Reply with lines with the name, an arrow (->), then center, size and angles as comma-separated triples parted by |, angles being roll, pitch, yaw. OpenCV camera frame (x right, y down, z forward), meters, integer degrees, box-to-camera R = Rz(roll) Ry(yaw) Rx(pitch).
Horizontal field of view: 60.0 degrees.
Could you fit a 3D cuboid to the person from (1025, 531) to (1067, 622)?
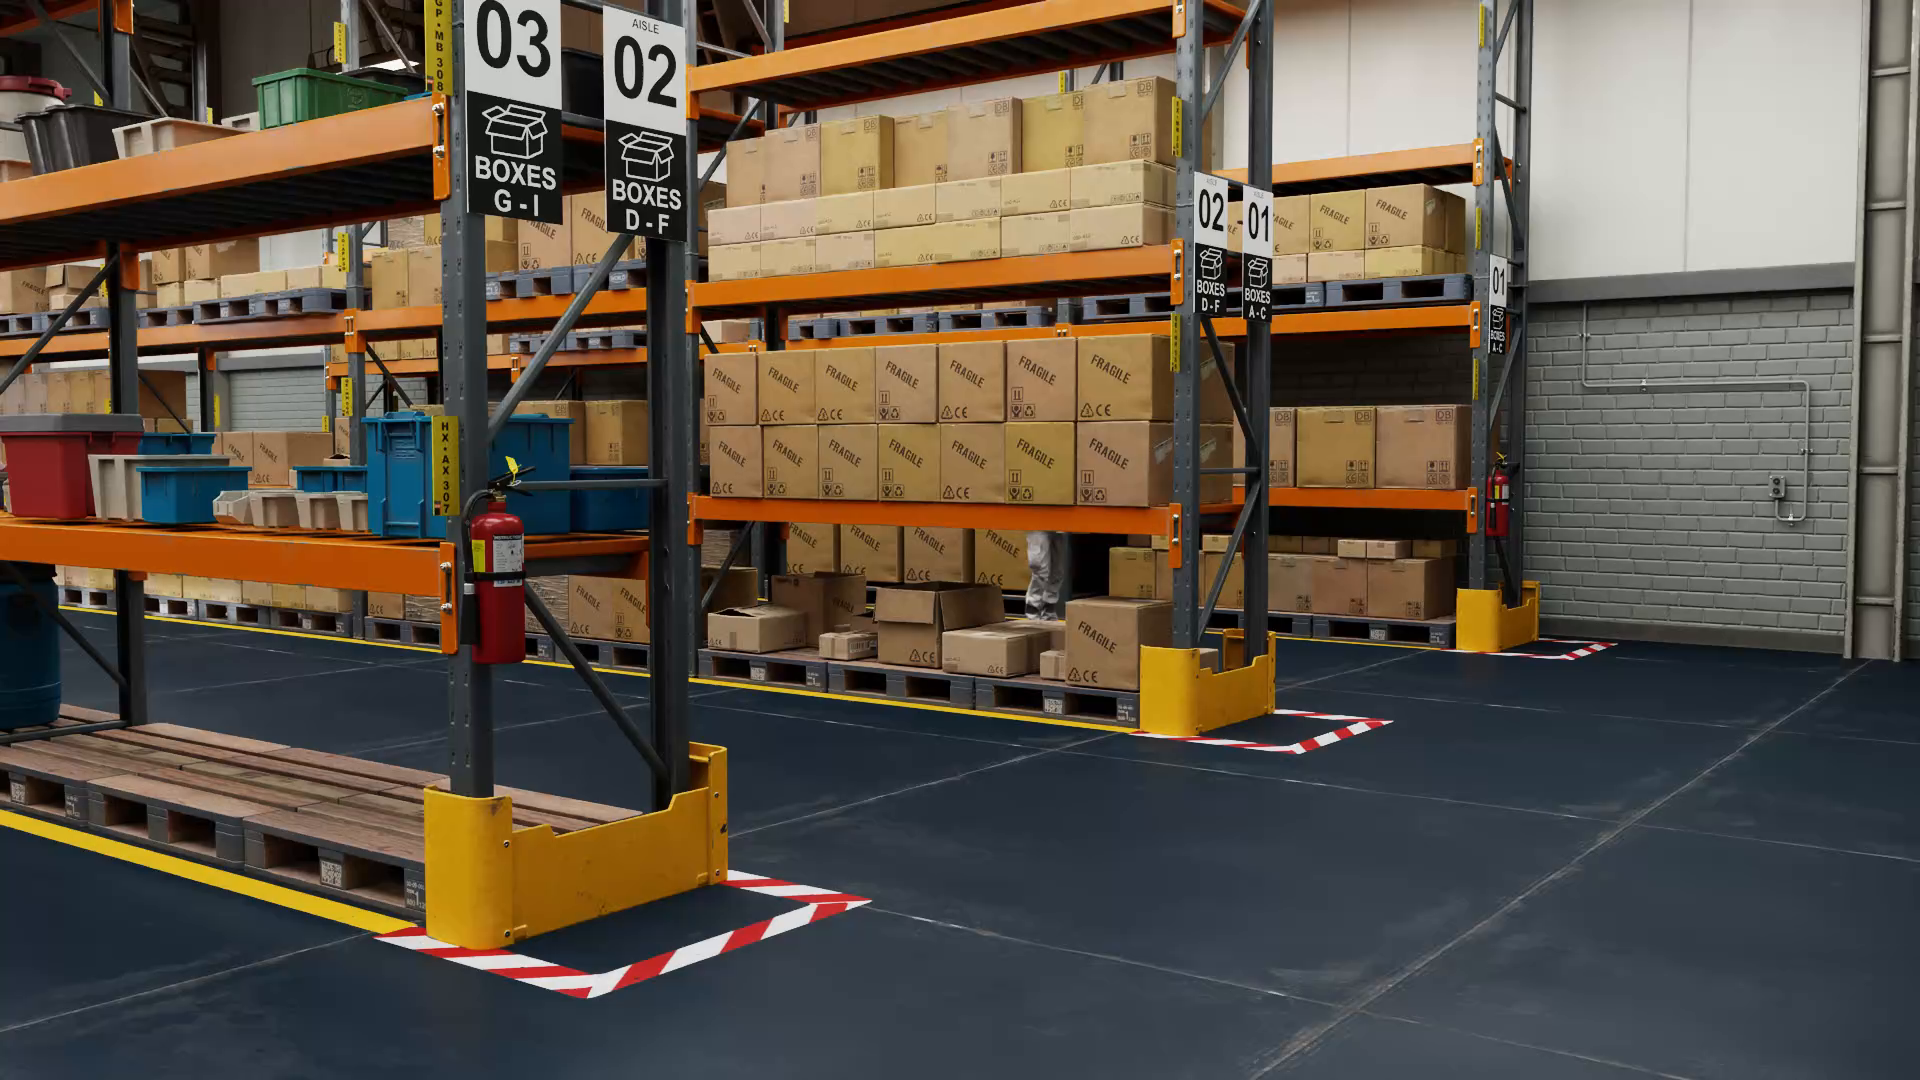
person -> 0.848, -0.062, 14.801 | 0.566, 1.784, 0.494 | 2, 4, 37
